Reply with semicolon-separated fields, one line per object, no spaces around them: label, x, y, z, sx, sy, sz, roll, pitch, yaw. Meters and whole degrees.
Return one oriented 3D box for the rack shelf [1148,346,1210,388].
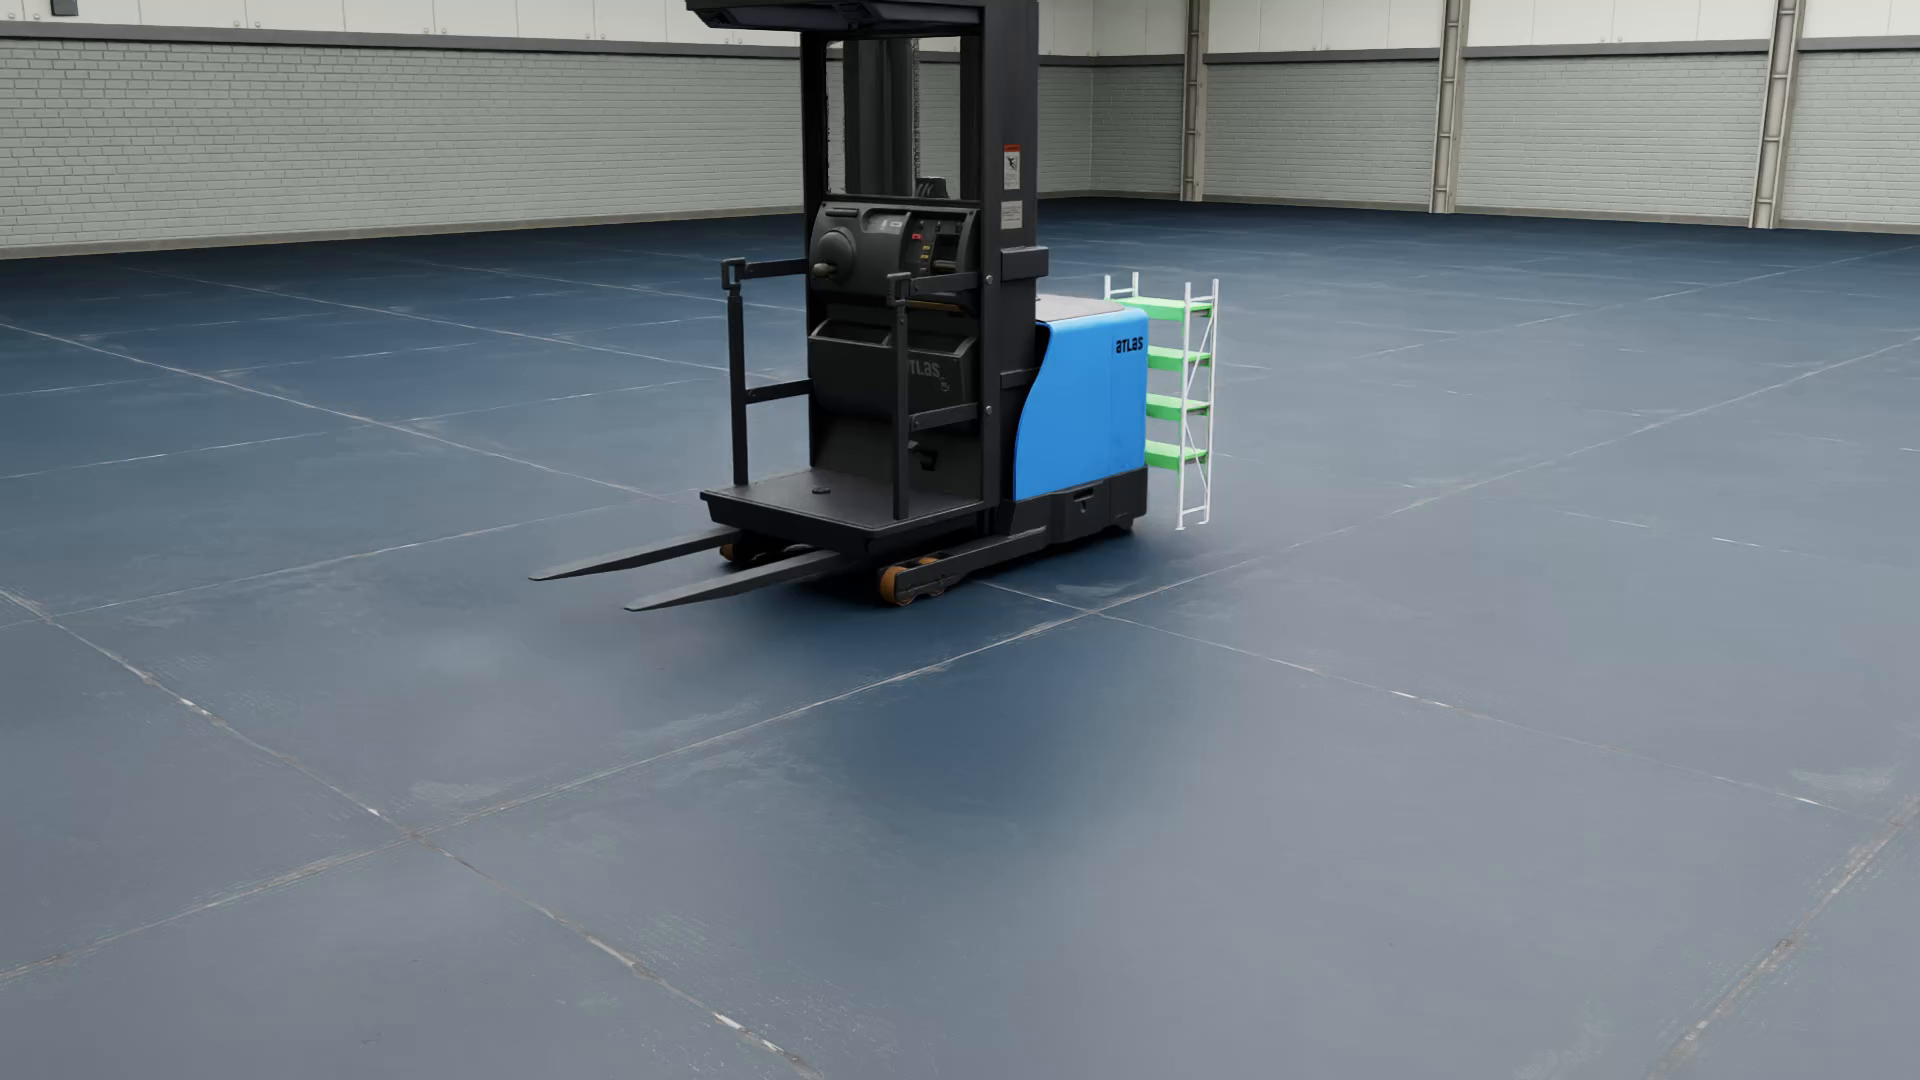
rack shelf;0.974;-0.862;8.161;0.480;0.148;0.258;14;20;43

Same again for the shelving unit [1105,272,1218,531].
shelving unit;0.974;-0.691;8.205;0.503;1.200;0.258;14;20;43

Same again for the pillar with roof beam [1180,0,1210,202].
pillar with roof beam;2.080;-10.999;32.297;0.400;9.000;9.100;14;20;42

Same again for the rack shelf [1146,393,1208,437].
rack shelf;0.974;-0.629;8.221;0.480;0.148;0.258;14;20;43

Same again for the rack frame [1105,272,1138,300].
rack frame;0.799;-0.734;8.370;0.015;1.200;0.240;14;20;43

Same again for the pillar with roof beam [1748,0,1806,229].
pillar with roof beam;10.719;-8.899;24.237;0.400;9.000;9.100;14;20;42

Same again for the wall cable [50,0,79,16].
wall cable;-11.398;-10.184;22.427;0.169;6.003;2.305;14;20;42

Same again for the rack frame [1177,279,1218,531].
rack frame;1.148;-0.648;8.040;0.015;1.200;0.240;14;20;43

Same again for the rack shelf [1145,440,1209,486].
rack shelf;0.973;-0.397;8.281;0.480;0.148;0.258;14;20;43

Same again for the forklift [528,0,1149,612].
forklift;-0.438;-1.288;7.062;1.130;2.935;3.031;13;19;40

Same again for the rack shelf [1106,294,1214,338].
rack shelf;0.974;-1.094;8.100;0.480;0.148;0.258;14;20;43

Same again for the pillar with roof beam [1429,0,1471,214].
pillar with roof beam;6.400;-9.949;28.267;0.400;9.000;9.100;14;20;42
